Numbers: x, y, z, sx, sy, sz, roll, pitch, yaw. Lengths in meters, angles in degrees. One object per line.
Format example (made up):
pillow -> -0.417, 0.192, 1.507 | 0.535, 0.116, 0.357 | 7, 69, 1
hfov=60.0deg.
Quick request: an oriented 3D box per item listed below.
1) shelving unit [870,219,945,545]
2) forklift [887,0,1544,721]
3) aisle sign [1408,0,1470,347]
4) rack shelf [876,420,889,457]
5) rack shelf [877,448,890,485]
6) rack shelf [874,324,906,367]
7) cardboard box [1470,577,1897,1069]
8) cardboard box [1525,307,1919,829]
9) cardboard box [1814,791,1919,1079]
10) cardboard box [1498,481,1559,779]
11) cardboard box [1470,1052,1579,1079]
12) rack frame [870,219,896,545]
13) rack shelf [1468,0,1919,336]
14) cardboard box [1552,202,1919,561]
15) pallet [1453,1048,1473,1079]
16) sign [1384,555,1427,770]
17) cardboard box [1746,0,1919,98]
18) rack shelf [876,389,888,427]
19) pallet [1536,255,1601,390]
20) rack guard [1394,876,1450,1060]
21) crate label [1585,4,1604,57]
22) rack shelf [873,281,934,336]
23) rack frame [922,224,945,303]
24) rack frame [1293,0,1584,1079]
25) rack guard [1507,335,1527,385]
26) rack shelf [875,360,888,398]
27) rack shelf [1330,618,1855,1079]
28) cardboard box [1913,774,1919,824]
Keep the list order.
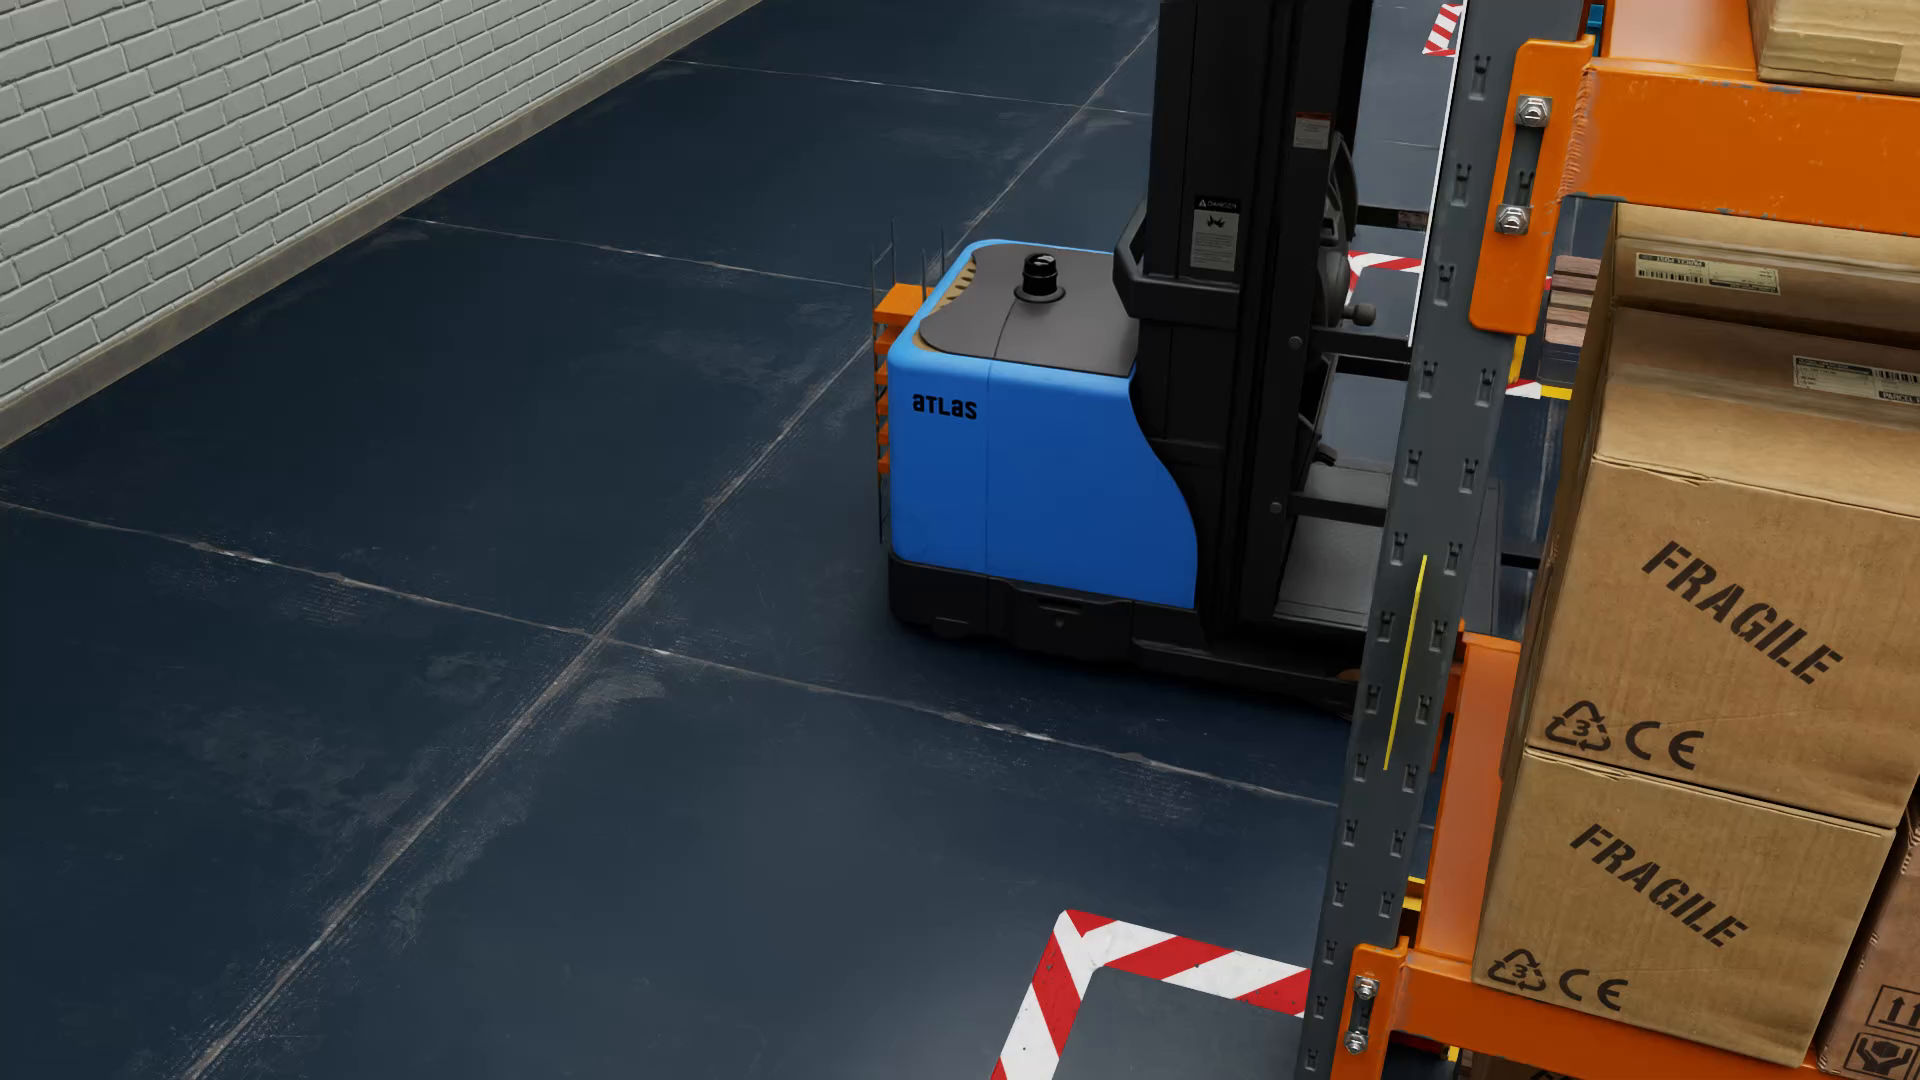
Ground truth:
shelving unit -> -0.177, -0.533, 5.969 | 0.189, 1.200, 0.258 | 9, 34, 14
forklift -> 1.330, -0.941, 5.006 | 3.031, 2.935, 1.130 | 9, 34, 14
aisle sign -> 0.664, -0.688, 2.154 | 0.004, 0.787, 0.394 | 11, 34, 16
rack shelf -> -0.177, -0.395, 6.058 | 0.180, 0.103, 0.258 | 9, 34, 14
rack shelf -> -0.177, -0.294, 6.123 | 0.180, 0.103, 0.258 | 9, 34, 14
rack shelf -> -0.177, -0.697, 5.863 | 0.180, 0.103, 0.258 | 9, 34, 14
cardboard box -> 1.156, 0.440, 2.711 | 0.500, 0.500, 0.500 | 12, 35, 17
cardboard box -> 1.156, 0.020, 2.439 | 0.500, 0.500, 0.500 | 12, 35, 18
cardboard box -> 1.644, 0.532, 2.568 | 0.500, 0.500, 0.500 | 11, 34, 16
cardboard box -> 1.341, 0.167, 3.133 | 0.500, 0.500, 0.500 | 12, 35, 18
cardboard box -> 1.422, 1.105, 3.671 | 0.500, 0.500, 0.500 | 11, 34, 16
rack frame -> -0.265, -0.547, 5.991 | 0.006, 1.200, 0.240 | 9, 34, 14
rack shelf -> 2.710, -0.326, 1.887 | 4.000, 0.370, 1.077 | 11, 34, 16
cardboard box -> 1.339, -0.255, 2.865 | 0.500, 0.500, 0.500 | 11, 34, 16
pallet -> 1.650, 1.597, 3.582 | 1.213, 0.211, 1.003 | 11, 34, 16
sign -> 0.645, 0.180, 2.408 | 0.005, 0.325, 0.100 | 11, 34, 16
cardboard box -> 1.225, -0.707, 1.952 | 0.500, 0.250, 0.500 | 11, 34, 16
rack shelf -> -0.177, -0.495, 5.993 | 0.180, 0.103, 0.258 | 9, 34, 14
pallet -> 3.265, -0.920, 7.480 | 1.213, 0.211, 1.003 | 11, 34, 16
rack guard -> 0.899, 1.330, 3.728 | 0.348, 0.500, 1.175 | 11, 34, 16
crate label -> 2.623, -2.004, 6.687 | 0.303, 0.233, 0.416 | 11, 34, 16
rack shelf -> -0.177, -0.798, 5.798 | 0.180, 0.103, 0.258 | 9, 34, 14
rack frame -> -0.089, -0.518, 5.947 | 0.006, 1.200, 0.240 | 9, 34, 14
rack frame -> 0.827, 0.266, 3.072 | 0.127, 3.000, 1.000 | 11, 34, 16
rack guard -> 2.475, -1.210, 7.663 | 0.348, 0.500, 1.175 | 11, 34, 16
rack shelf -> -0.177, -0.596, 5.928 | 0.180, 0.103, 0.258 | 9, 34, 14
rack shelf -> 2.710, 0.935, 2.700 | 4.000, 0.370, 1.077 | 11, 34, 16
cardboard box -> 1.651, 0.112, 2.297 | 0.500, 0.500, 0.500 | 11, 35, 17
